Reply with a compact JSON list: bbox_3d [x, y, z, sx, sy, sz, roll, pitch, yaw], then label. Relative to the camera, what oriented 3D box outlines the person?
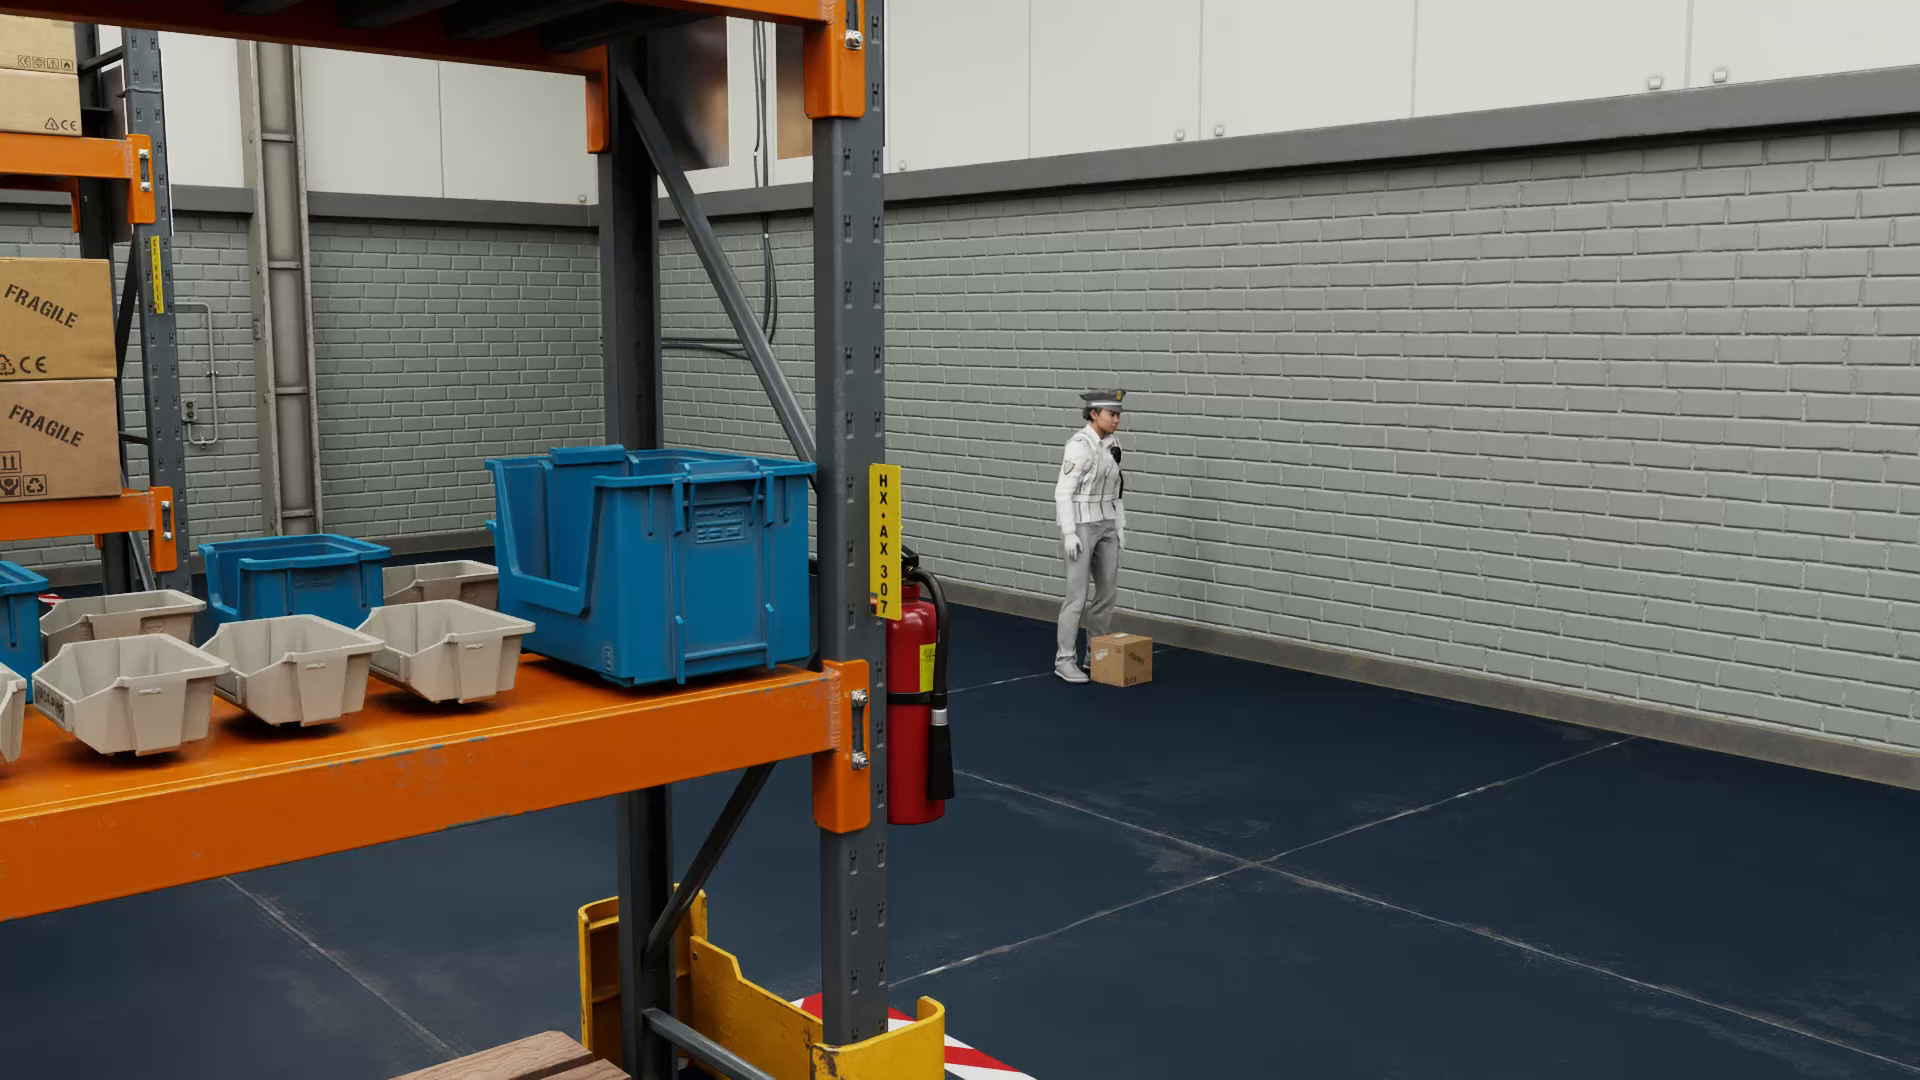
[{"bbox_3d":[0.763,-0.042,9.588,0.546,1.665,0.373,-7,11,-44],"label":"person"}]
